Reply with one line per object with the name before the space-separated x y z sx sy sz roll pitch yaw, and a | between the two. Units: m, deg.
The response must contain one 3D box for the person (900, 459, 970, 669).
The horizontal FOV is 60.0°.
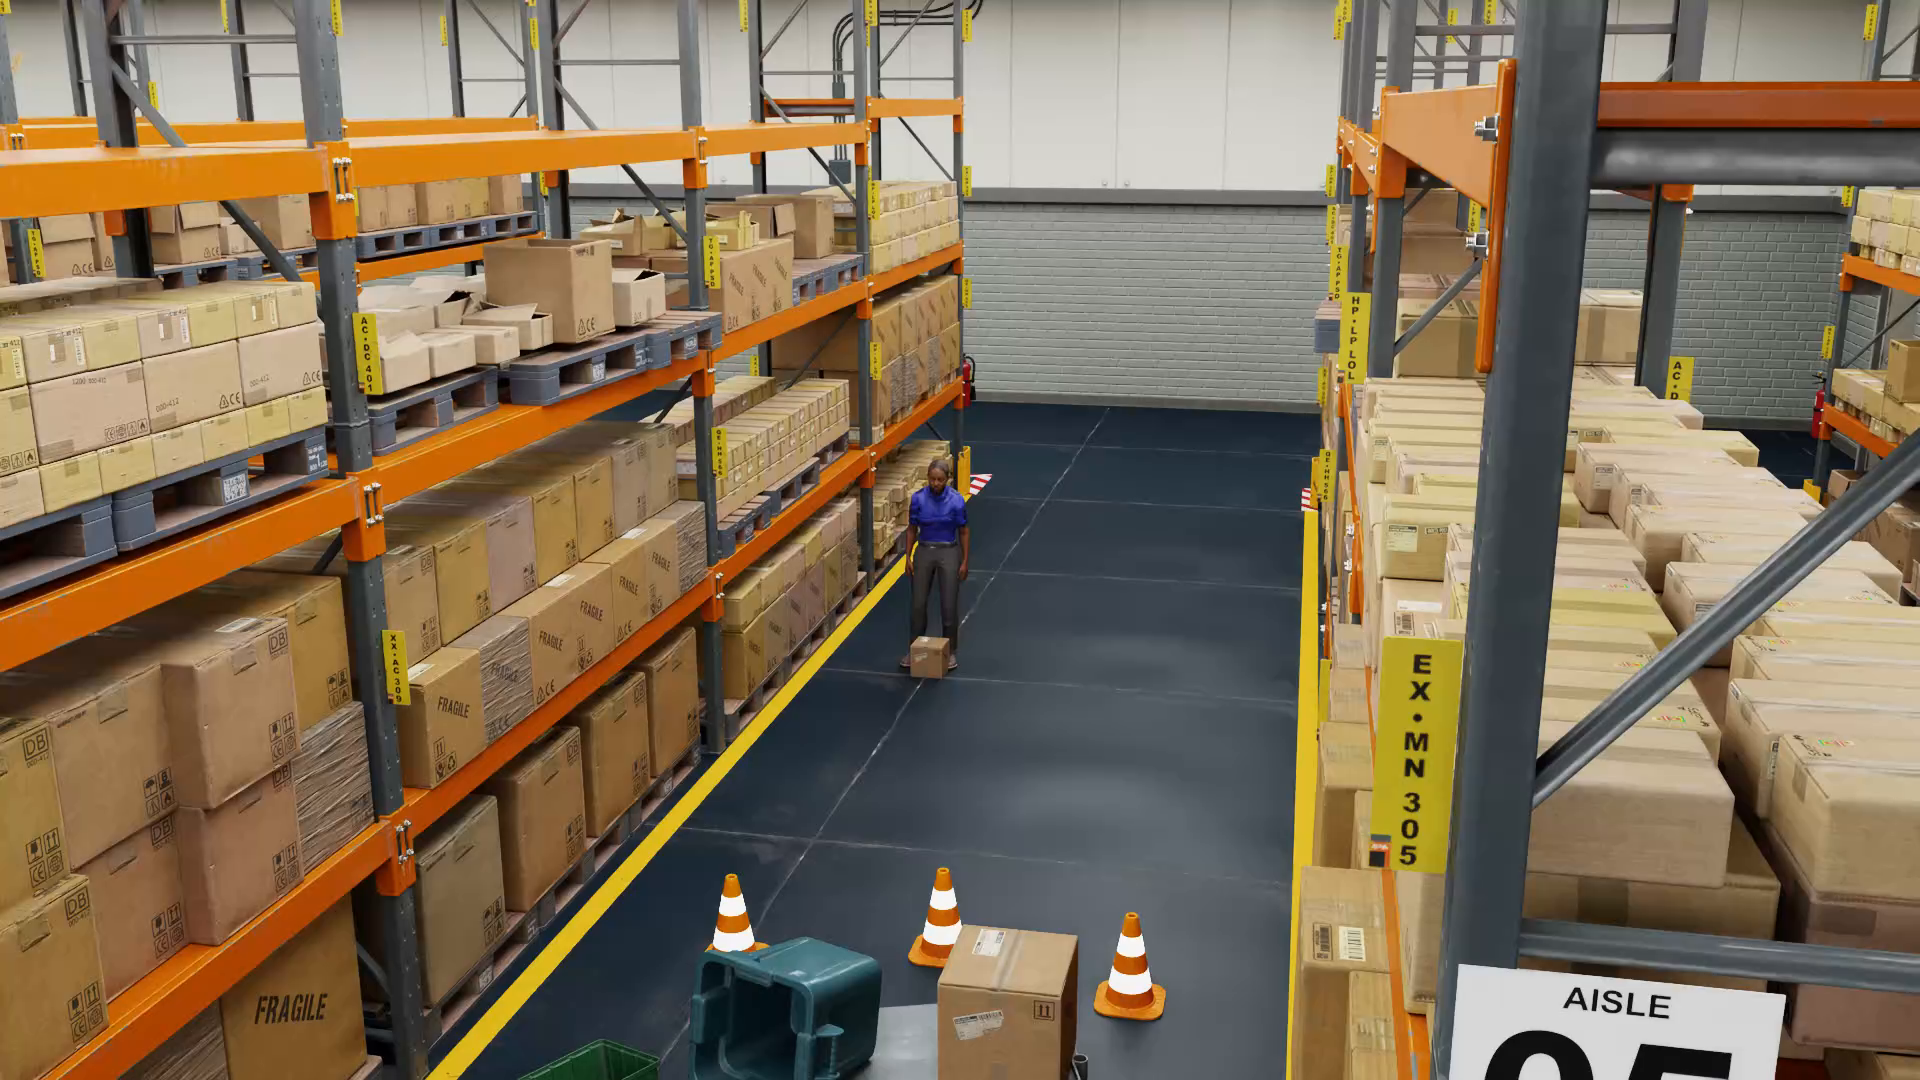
person | -0.193 0.177 12.881 0.531 1.640 0.351 2 15 8
